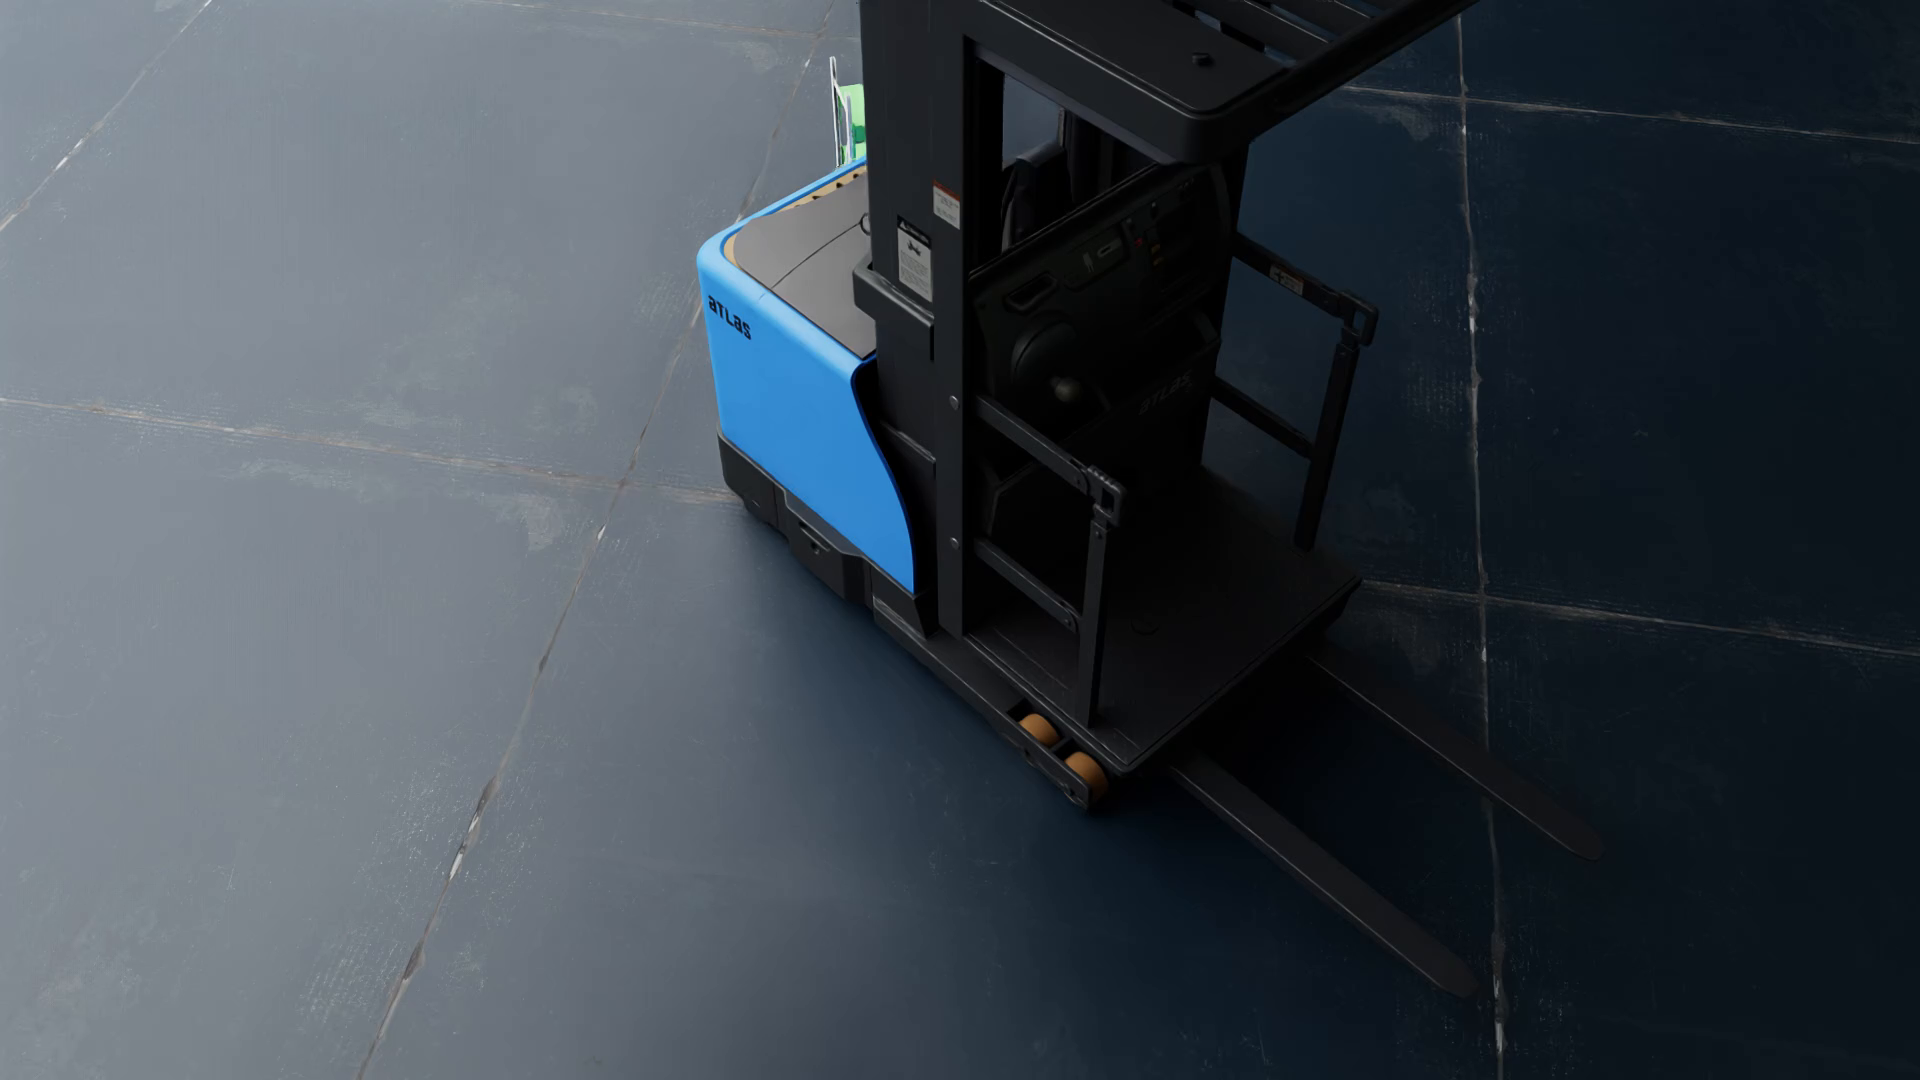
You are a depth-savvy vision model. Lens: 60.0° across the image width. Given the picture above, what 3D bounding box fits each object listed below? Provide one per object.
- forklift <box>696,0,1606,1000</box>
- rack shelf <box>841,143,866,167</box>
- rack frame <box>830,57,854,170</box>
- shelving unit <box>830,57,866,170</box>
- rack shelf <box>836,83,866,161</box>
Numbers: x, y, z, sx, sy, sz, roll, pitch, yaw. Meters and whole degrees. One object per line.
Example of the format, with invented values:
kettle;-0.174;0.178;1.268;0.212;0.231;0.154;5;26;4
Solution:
forklift;0.540;-0.614;4.331;1.130;2.935;3.031;-35;57;-27
rack shelf;-0.163;-1.307;5.881;0.480;0.148;0.258;-12;49;-11
rack frame;-0.398;-1.140;5.967;0.015;1.200;0.240;-12;49;-11
shelving unit;-0.163;-1.190;6.012;0.503;1.200;0.258;-12;49;-11
rack shelf;-0.163;-1.468;5.703;0.480;0.148;0.258;-12;49;-11
